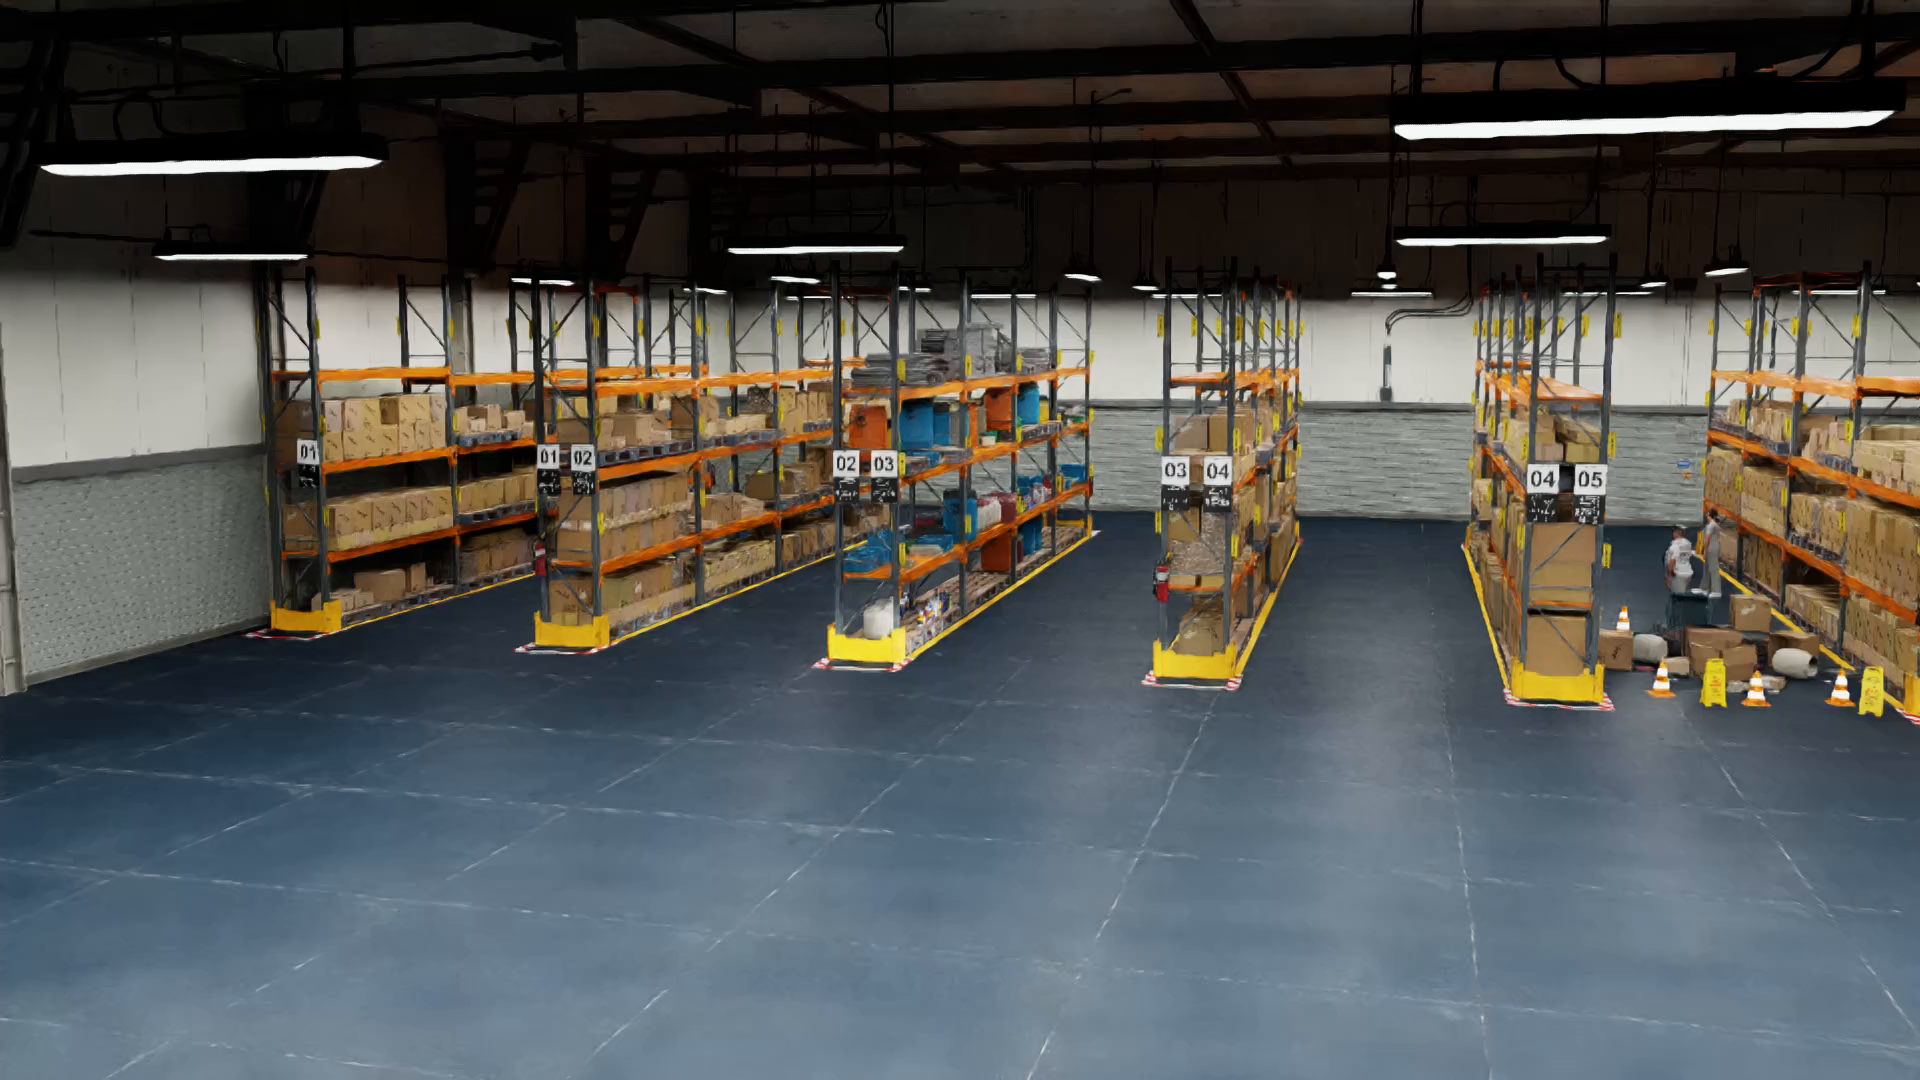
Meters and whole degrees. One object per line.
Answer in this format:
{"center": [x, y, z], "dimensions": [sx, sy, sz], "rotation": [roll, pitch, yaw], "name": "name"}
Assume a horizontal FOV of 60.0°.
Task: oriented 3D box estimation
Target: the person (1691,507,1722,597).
{"center": [14.049, 0.207, 31.189], "dimensions": [0.586, 1.665, 0.581], "rotation": [5, 9, 35], "name": "person"}

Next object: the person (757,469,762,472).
{"center": [-4.746, -0.836, 39.356], "dimensions": [0.577, 1.691, 1.121], "rotation": [2, 8, 17], "name": "person"}

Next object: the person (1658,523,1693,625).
{"center": [11.969, 0.598, 27.818], "dimensions": [0.583, 1.745, 0.656], "rotation": [7, 10, 44], "name": "person"}
